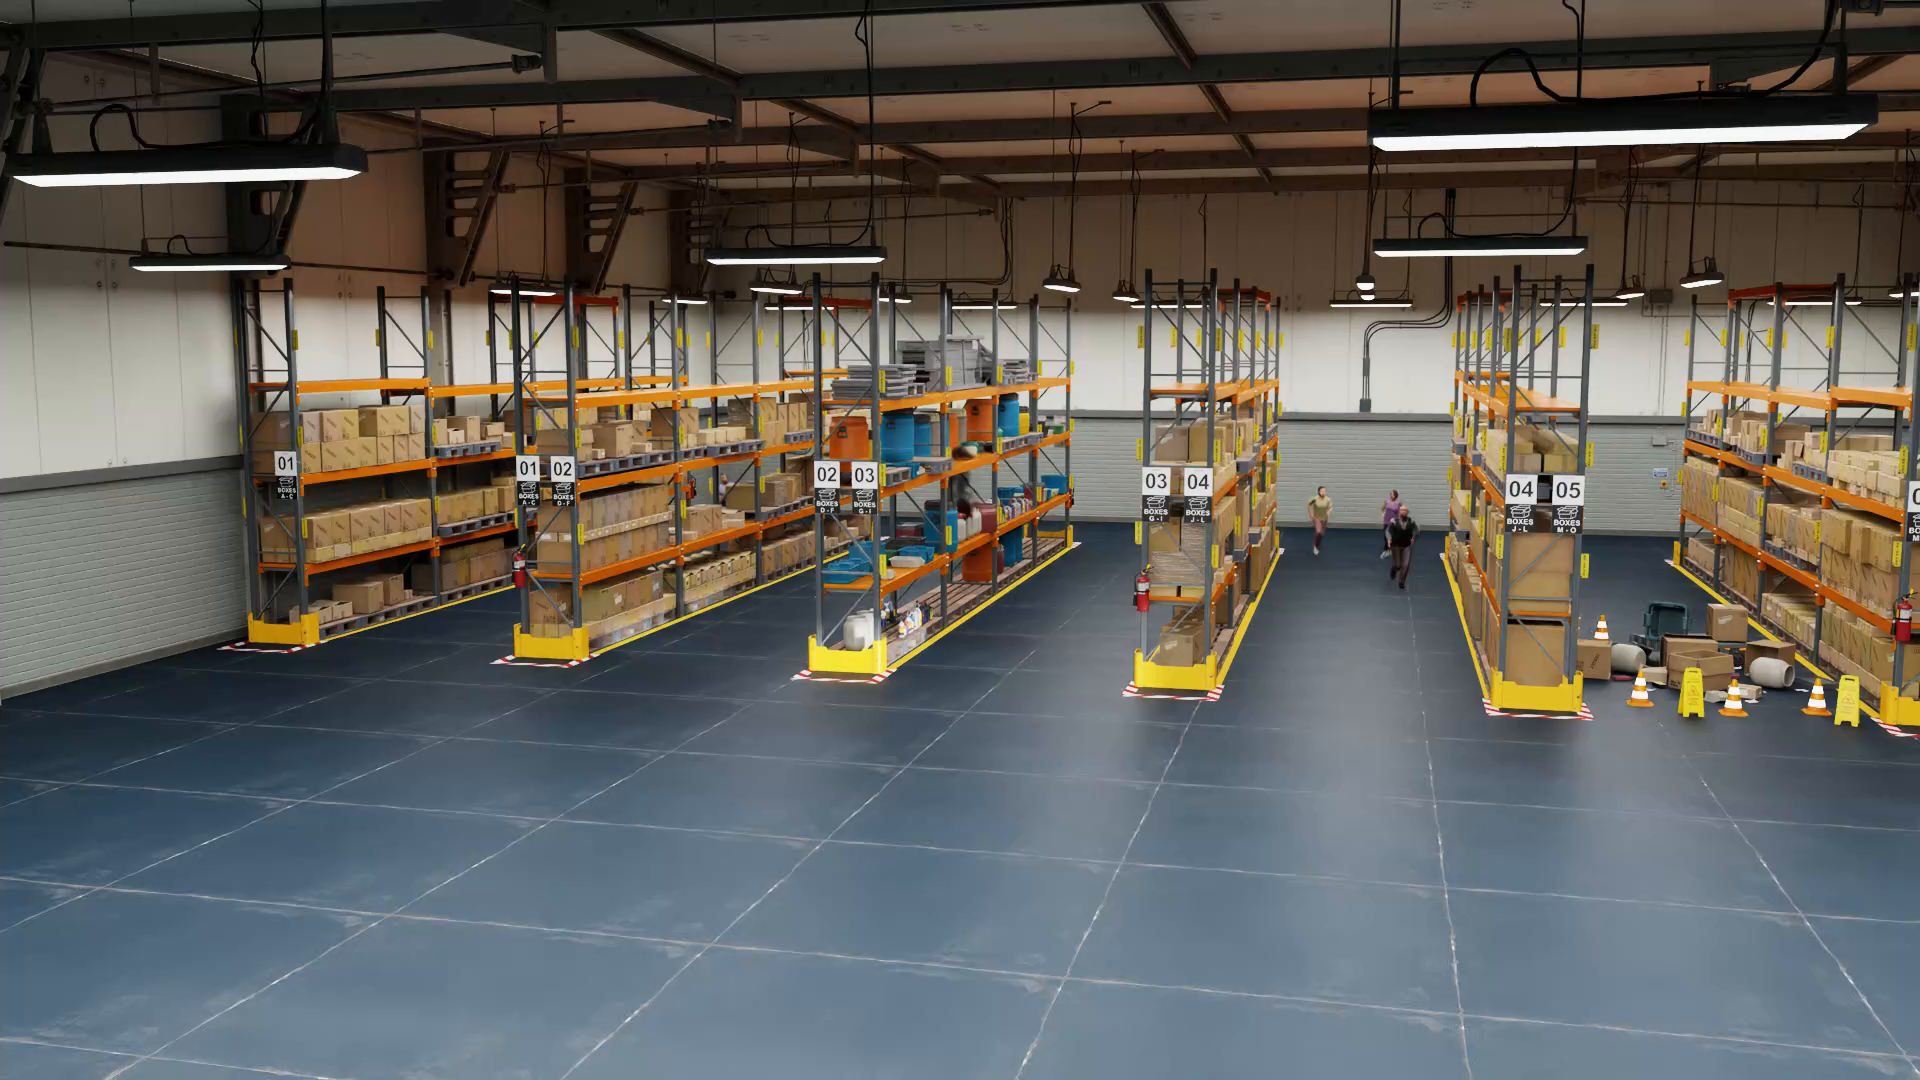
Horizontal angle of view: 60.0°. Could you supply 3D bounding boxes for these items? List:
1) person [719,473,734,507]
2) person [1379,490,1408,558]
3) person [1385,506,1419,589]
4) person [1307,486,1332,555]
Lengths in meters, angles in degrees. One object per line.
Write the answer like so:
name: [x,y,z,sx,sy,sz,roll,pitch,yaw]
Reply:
person: [-5.908,-0.857,42.216,0.600,1.679,0.707,0,7,0]
person: [9.971,-0.371,38.354,0.595,1.594,0.664,6,9,43]
person: [9.003,0.126,33.907,0.669,1.680,0.622,0,7,1]
person: [8.416,-0.467,38.914,0.541,1.620,0.790,-1,7,-7]
